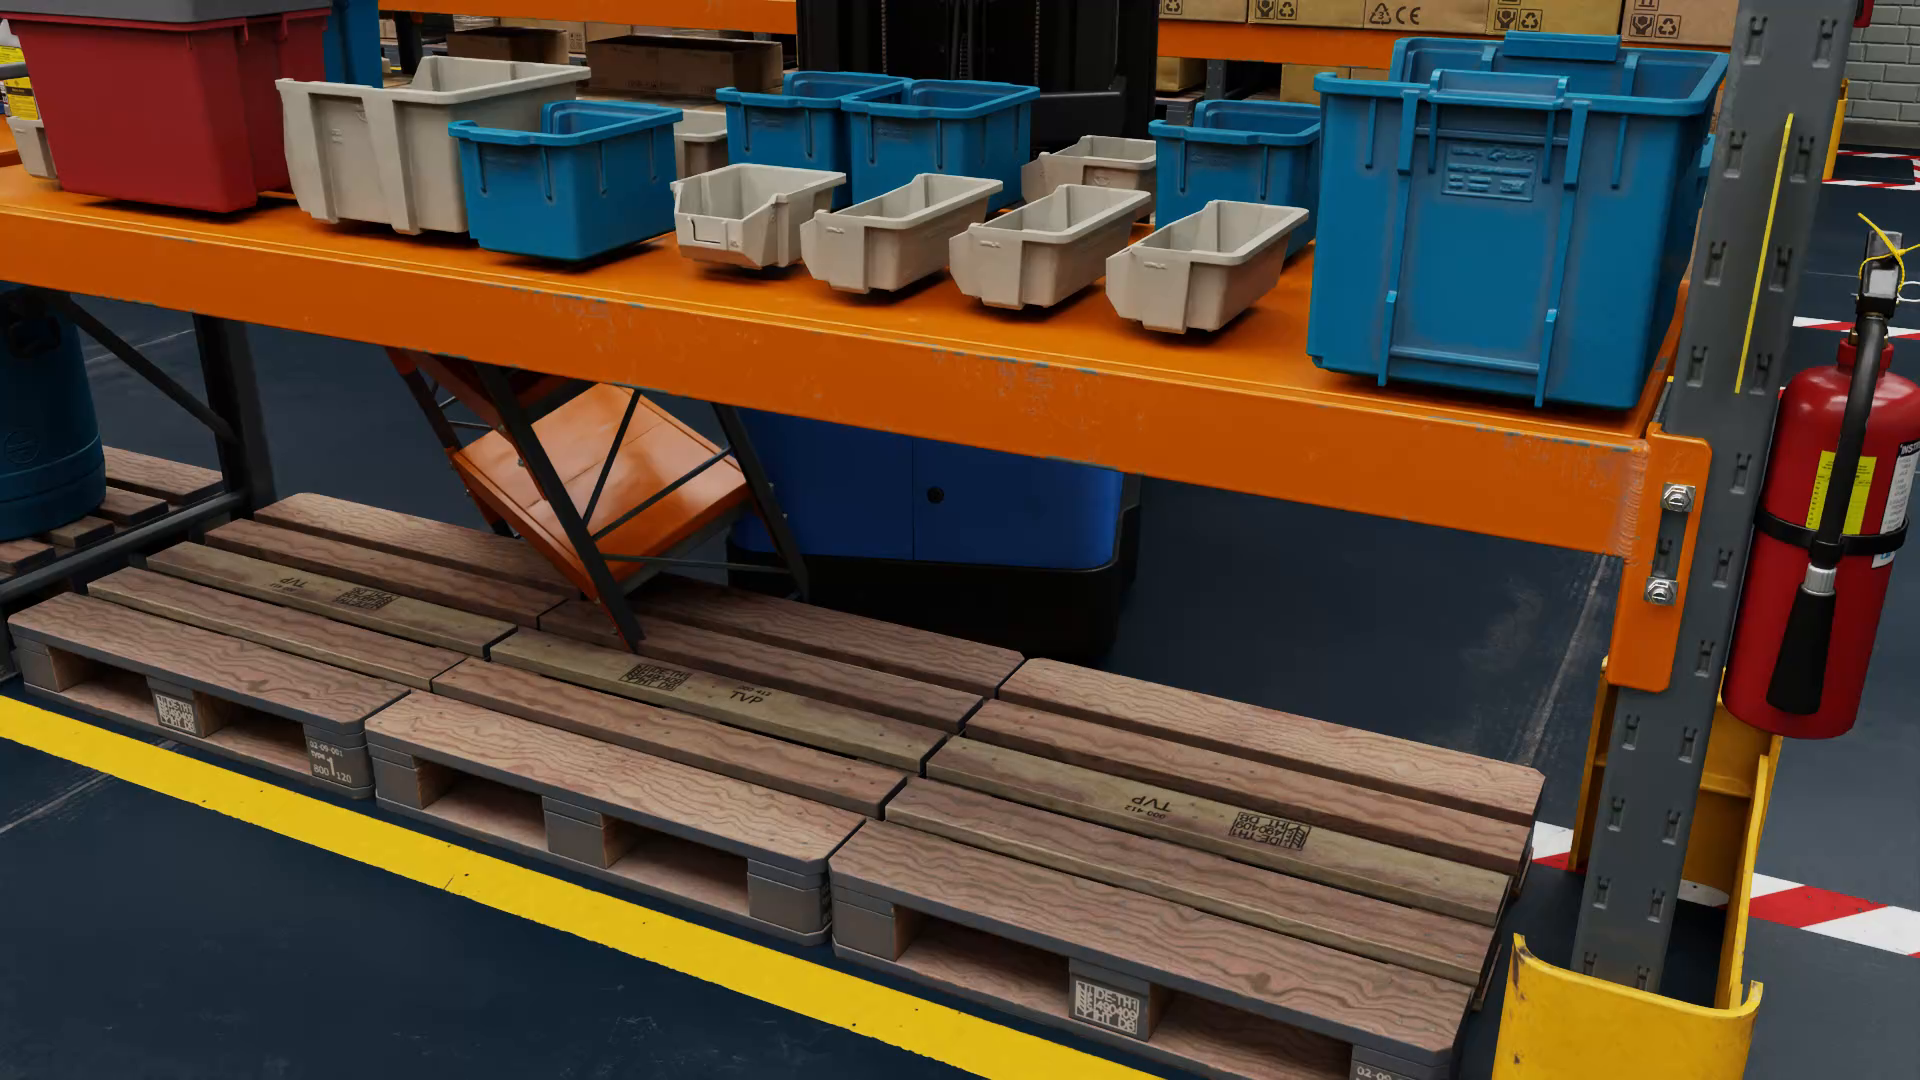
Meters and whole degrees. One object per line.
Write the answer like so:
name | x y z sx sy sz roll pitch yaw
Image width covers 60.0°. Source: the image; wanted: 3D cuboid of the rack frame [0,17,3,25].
rack frame | -7.260 -4.314 11.560 0.127 3.000 1.000 11 25 25

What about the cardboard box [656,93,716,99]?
cardboard box | -1.366 -2.305 9.469 0.500 0.500 0.500 12 26 25

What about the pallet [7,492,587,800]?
pallet | -1.685 0.228 4.445 1.213 0.211 1.003 11 25 25

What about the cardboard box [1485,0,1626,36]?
cardboard box | 2.462 -2.315 6.733 0.500 0.500 0.500 11 26 25

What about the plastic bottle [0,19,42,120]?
plastic bottle | -2.563 -1.332 4.611 0.185 0.351 0.144 11 25 25

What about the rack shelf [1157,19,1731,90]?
rack shelf | 1.664 -2.217 7.549 4.000 0.370 1.077 11 25 25

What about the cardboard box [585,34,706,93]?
cardboard box | -1.783 -2.734 9.519 0.500 0.250 0.500 11 25 24

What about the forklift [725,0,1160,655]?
forklift | 0.085 -1.590 5.244 1.130 2.935 3.031 3 23 7

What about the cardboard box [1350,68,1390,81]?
cardboard box | 3.179 -3.417 12.109 0.500 0.500 0.700 11 25 24

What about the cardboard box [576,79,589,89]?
cardboard box | -2.288 -2.485 9.892 0.500 0.500 0.500 10 25 23

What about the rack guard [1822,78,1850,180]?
rack guard | 5.702 -2.771 11.127 0.348 0.500 1.175 11 25 25

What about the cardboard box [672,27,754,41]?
cardboard box | -2.125 -4.499 14.628 0.500 0.500 0.700 12 26 25

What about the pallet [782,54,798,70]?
pallet | -2.155 -4.193 14.841 1.213 0.211 1.003 11 25 25

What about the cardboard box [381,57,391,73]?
cardboard box | -4.025 -2.988 10.704 0.500 0.311 0.500 12 26 26

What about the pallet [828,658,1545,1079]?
pallet | 0.492 0.659 3.431 1.213 0.211 1.003 11 25 25

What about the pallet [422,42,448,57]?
pallet | -4.333 -4.624 15.854 1.213 0.211 1.003 11 25 25

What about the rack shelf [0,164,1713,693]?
rack shelf | -0.574 -0.487 3.483 4.000 0.370 1.077 11 25 25

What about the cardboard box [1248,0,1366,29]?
cardboard box | 1.569 -2.494 7.154 0.500 0.500 0.500 11 25 24

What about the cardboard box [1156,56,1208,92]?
cardboard box | 1.472 -3.905 12.810 0.750 0.750 0.750 12 26 25

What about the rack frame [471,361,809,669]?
rack frame | -0.717 -0.112 4.030 0.500 1.125 0.032 -36 40 -20

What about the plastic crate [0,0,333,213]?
plastic crate | -1.675 -0.984 3.571 0.583 0.464 0.402 11 25 25

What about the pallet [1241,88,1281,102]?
pallet | 2.754 -3.187 12.474 1.213 0.211 1.003 11 25 25

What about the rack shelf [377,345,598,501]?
rack shelf | -1.094 -0.517 4.223 0.538 0.278 1.000 -36 40 -20

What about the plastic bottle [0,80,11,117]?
plastic bottle | -2.724 -1.332 4.802 0.097 0.201 0.097 0 23 0

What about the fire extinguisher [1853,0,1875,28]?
fire extinguisher | 5.607 -3.530 10.294 0.183 0.674 0.296 11 25 25

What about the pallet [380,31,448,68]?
pallet | -5.644 -4.867 16.426 1.213 0.211 1.003 11 25 25

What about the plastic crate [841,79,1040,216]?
plastic crate | -0.036 -0.807 3.452 0.300 0.233 0.416 11 25 25

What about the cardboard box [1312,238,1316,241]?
cardboard box | 1.558 -1.625 7.865 0.637 0.503 0.797 11 25 25

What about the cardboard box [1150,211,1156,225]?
cardboard box | 0.933 -1.501 8.004 0.250 0.166 0.380 11 25 25

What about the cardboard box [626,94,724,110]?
cardboard box | -1.575 -2.119 9.032 0.500 0.500 0.500 12 26 25

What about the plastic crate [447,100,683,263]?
plastic crate | -0.738 -0.689 3.175 0.300 0.233 0.416 11 25 25

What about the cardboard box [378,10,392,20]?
cardboard box | -5.973 -5.266 16.431 0.500 0.500 0.500 9 25 21

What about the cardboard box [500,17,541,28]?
cardboard box | -3.880 -4.899 15.568 0.500 0.500 0.700 11 25 24

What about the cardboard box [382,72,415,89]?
cardboard box | -3.413 -2.479 9.879 0.500 0.500 0.500 12 26 27

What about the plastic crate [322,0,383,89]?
plastic crate | -1.789 -1.229 4.250 0.575 0.384 0.392 11 25 25

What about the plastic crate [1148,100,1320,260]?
plastic crate | 0.551 -0.691 3.179 0.300 0.233 0.416 11 25 25

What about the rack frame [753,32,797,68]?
rack frame | -1.459 -5.338 13.969 0.127 3.000 1.000 11 25 25

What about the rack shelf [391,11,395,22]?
rack shelf | -5.475 -3.629 10.871 4.000 0.370 1.077 11 25 25

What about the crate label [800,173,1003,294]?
crate label | -0.111 -0.549 2.969 0.243 0.136 0.396 11 25 25

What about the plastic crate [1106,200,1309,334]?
plastic crate | 0.401 -0.452 2.741 0.243 0.136 0.396 11 25 25

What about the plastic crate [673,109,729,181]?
plastic crate | -0.669 -0.875 3.736 0.466 0.136 0.293 11 25 25

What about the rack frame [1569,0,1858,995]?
rack frame | 1.211 -0.465 2.511 0.127 3.000 1.000 11 25 25

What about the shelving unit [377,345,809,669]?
shelving unit | -1.014 -0.297 4.399 0.538 1.125 1.048 -36 40 -20

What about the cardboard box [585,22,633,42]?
cardboard box | -2.988 -4.709 15.121 0.500 0.500 0.700 11 25 24
